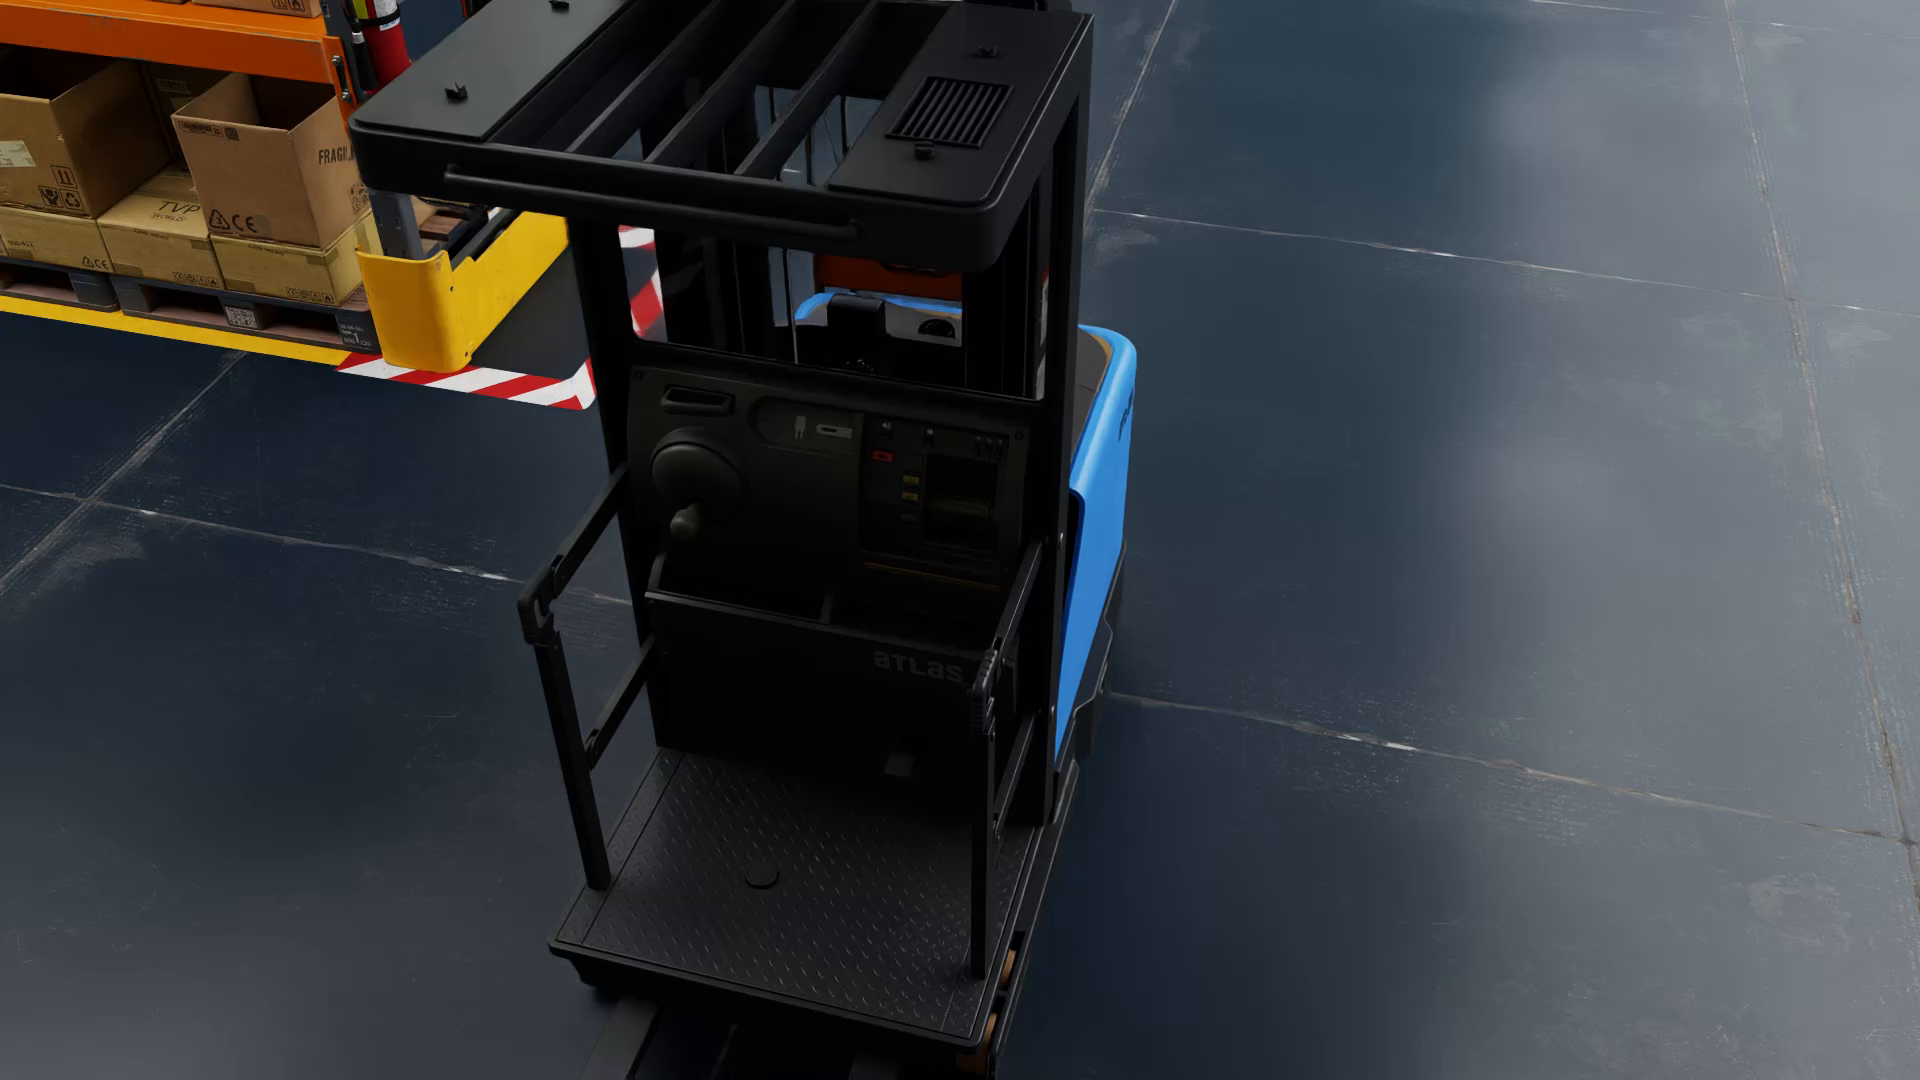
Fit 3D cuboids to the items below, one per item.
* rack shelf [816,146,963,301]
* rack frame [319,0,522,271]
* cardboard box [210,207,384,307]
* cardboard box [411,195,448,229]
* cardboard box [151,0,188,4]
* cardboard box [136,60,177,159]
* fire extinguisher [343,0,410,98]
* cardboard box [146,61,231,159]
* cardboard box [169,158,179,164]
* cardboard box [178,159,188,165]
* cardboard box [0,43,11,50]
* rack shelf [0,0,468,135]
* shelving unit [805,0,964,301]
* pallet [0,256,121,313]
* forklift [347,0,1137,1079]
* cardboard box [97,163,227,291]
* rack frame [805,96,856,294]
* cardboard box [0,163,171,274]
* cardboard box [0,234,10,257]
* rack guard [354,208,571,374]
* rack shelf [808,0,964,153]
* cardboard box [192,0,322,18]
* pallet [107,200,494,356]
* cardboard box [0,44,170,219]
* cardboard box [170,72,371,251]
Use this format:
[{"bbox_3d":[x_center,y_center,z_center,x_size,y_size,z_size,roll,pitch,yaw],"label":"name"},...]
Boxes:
[{"bbox_3d":[-0.155,-0.871,5.176,0.480,0.518,0.431,8,41,10],"label":"rack shelf"},{"bbox_3d":[-2.012,-2.187,6.022,0.127,3.000,1.000,10,41,11],"label":"rack frame"},{"bbox_3d":[-2.607,-1.201,6.659,0.500,0.250,0.500,10,41,11],"label":"cardboard box"},{"bbox_3d":[-2.473,-1.522,7.042,0.500,0.250,0.500,10,41,11],"label":"cardboard box"},{"bbox_3d":[-2.969,-2.395,6.192,0.500,0.500,0.700,11,41,13],"label":"cardboard box"},{"bbox_3d":[-3.443,-1.967,6.988,0.500,0.500,0.500,10,41,11],"label":"cardboard box"},{"bbox_3d":[-2.018,-1.849,5.680,0.183,0.674,0.296,10,41,11],"label":"fire extinguisher"},{"bbox_3d":[-2.956,-1.891,6.898,0.500,0.500,0.500,10,41,11],"label":"cardboard box"},{"bbox_3d":[-3.440,-1.687,7.237,0.500,0.250,0.500,10,41,11],"label":"cardboard box"},{"bbox_3d":[-2.957,-1.603,7.138,0.500,0.250,0.500,10,41,11],"label":"cardboard box"},{"bbox_3d":[-4.060,-1.728,6.703,0.500,0.500,0.500,10,41,11],"label":"cardboard box"},{"bbox_3d":[-3.944,-2.244,6.649,4.000,0.370,1.077,10,41,11],"label":"rack shelf"},{"bbox_3d":[-0.155,-0.882,5.167,0.503,2.100,0.431,8,41,10],"label":"shelving unit"},{"bbox_3d":[-3.937,-1.425,7.282,1.213,0.211,1.003,10,41,11],"label":"pallet"},{"bbox_3d":[-0.358,-0.071,3.556,1.130,2.935,3.031,10,41,12],"label":"forklift"},{"bbox_3d":[-3.093,-1.276,6.749,0.500,0.250,0.500,10,41,11],"label":"cardboard box"},{"bbox_3d":[-0.393,-0.916,5.208,0.015,2.100,0.400,8,41,10],"label":"rack frame"},{"bbox_3d":[-3.576,-1.358,6.846,0.500,0.250,0.500,10,41,11],"label":"cardboard box"},{"bbox_3d":[-4.059,-1.443,6.947,0.500,0.250,0.500,10,41,11],"label":"cardboard box"},{"bbox_3d":[-1.989,-1.226,6.821,0.348,0.500,1.175,10,41,11],"label":"rack guard"},{"bbox_3d":[-0.155,-1.407,4.726,0.480,0.518,0.431,8,41,10],"label":"rack shelf"},{"bbox_3d":[-2.460,-2.311,6.092,0.500,0.500,0.700,10,41,11],"label":"cardboard box"},{"bbox_3d":[-2.762,-1.220,7.039,1.213,0.211,1.003,10,41,11],"label":"pallet"},{"bbox_3d":[-3.577,-1.644,6.603,0.500,0.500,0.500,10,41,11],"label":"cardboard box"},{"bbox_3d":[-2.607,-1.486,6.416,0.500,0.500,0.500,10,41,11],"label":"cardboard box"}]
